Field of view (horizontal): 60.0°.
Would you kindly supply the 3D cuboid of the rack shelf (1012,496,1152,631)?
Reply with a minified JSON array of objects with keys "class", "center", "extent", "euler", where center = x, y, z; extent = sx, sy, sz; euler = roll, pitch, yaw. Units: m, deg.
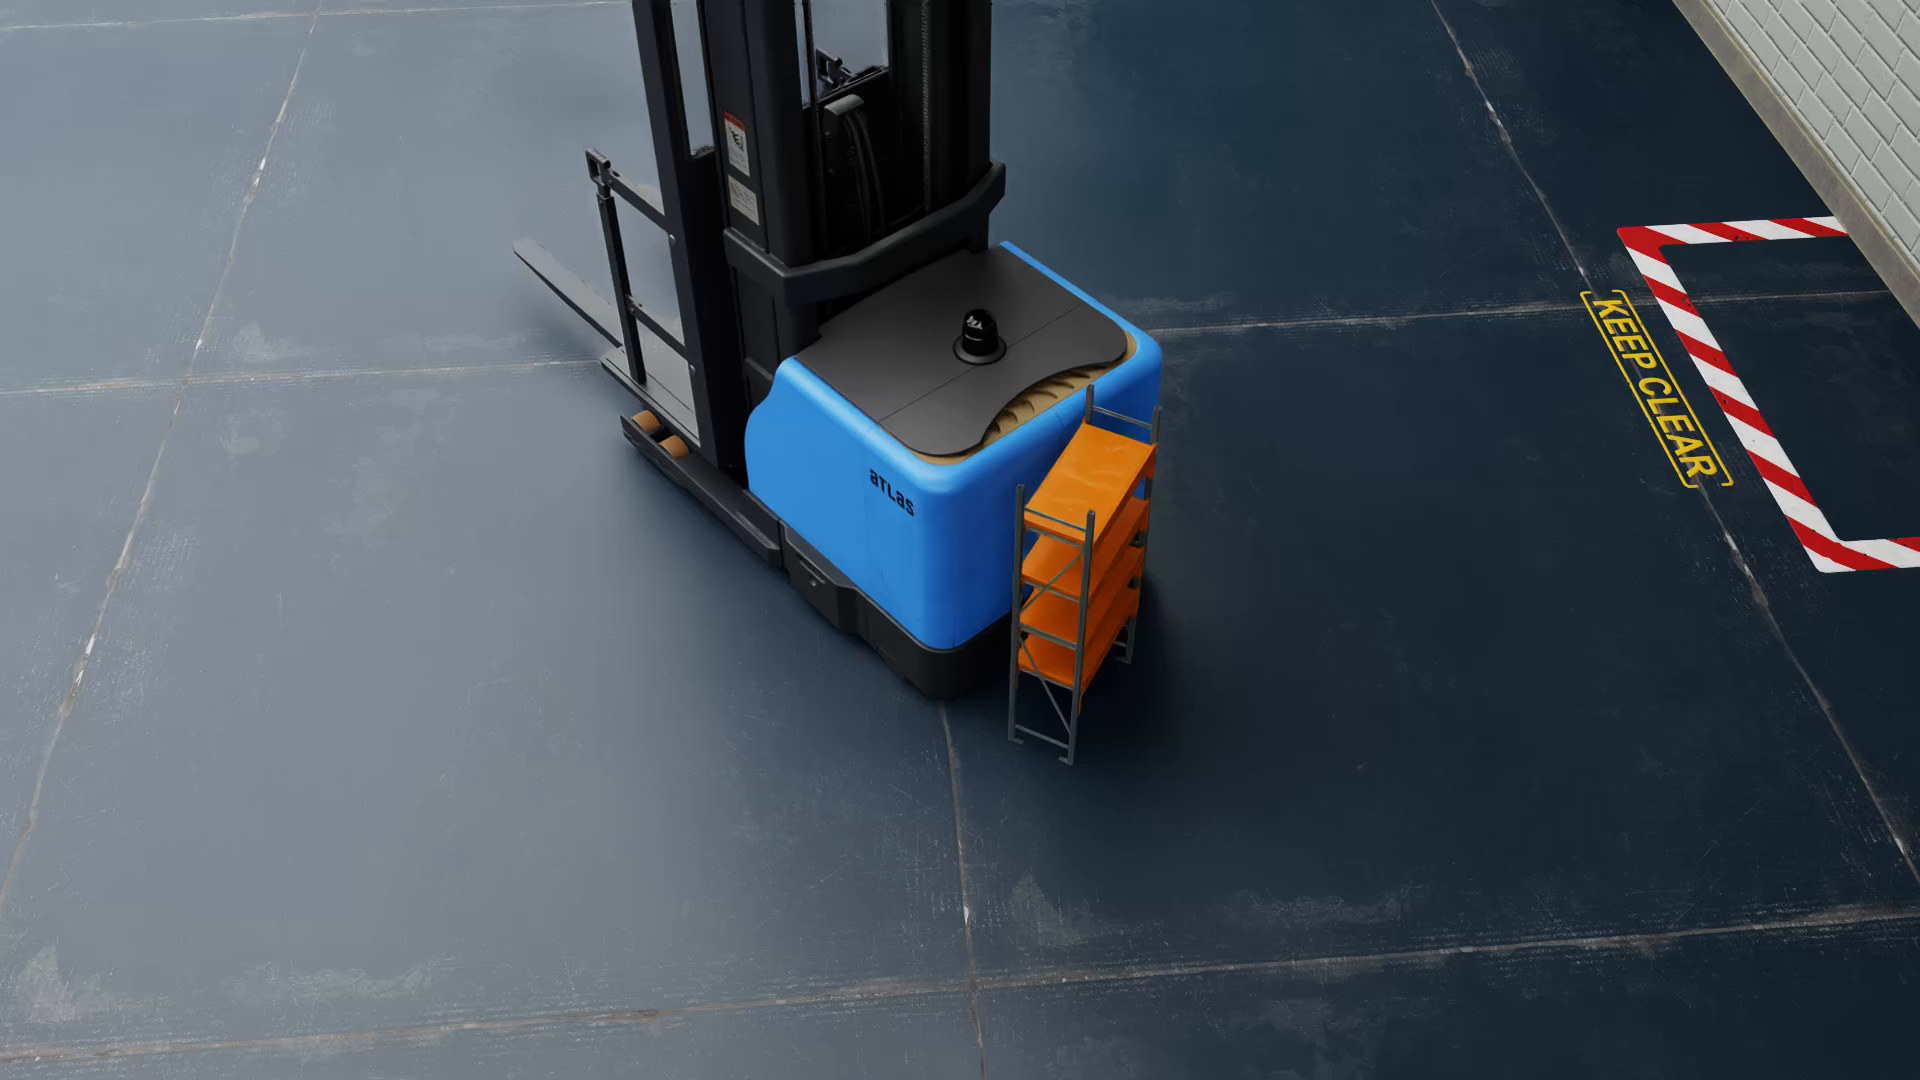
[{"class":"rack shelf","center":[0.383,0.031,5.179],"extent":[0.258,0.148,0.480],"euler":[20,50,18]}]

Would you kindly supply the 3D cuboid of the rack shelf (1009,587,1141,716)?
[{"class":"rack shelf","center":[0.383,0.321,5.485],"extent":[0.258,0.148,0.480],"euler":[20,50,18]}]

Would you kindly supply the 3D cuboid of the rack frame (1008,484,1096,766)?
[{"class":"rack frame","center":[0.272,0.296,5.143],"extent":[0.240,1.200,0.015],"euler":[20,50,18]}]

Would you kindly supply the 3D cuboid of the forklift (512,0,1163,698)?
[{"class":"forklift","center":[-0.676,-1.466,5.620],"extent":[1.130,2.935,3.031],"euler":[-33,55,-27]}]

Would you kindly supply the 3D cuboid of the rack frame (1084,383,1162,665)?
[{"class":"rack frame","center":[0.494,-0.019,5.442],"extent":[0.240,1.200,0.015],"euler":[20,50,18]}]

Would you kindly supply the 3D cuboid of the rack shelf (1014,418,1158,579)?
[{"class":"rack shelf","center":[0.383,-0.132,5.007],"extent":[0.258,0.148,0.480],"euler":[20,50,18]}]

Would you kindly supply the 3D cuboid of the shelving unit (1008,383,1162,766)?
[{"class":"shelving unit","center":[0.383,0.139,5.292],"extent":[0.258,1.200,0.503],"euler":[20,50,18]}]

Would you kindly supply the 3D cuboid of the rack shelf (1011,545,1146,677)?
[{"class":"rack shelf","center":[0.383,0.185,5.341],"extent":[0.258,0.148,0.480],"euler":[20,50,18]}]
